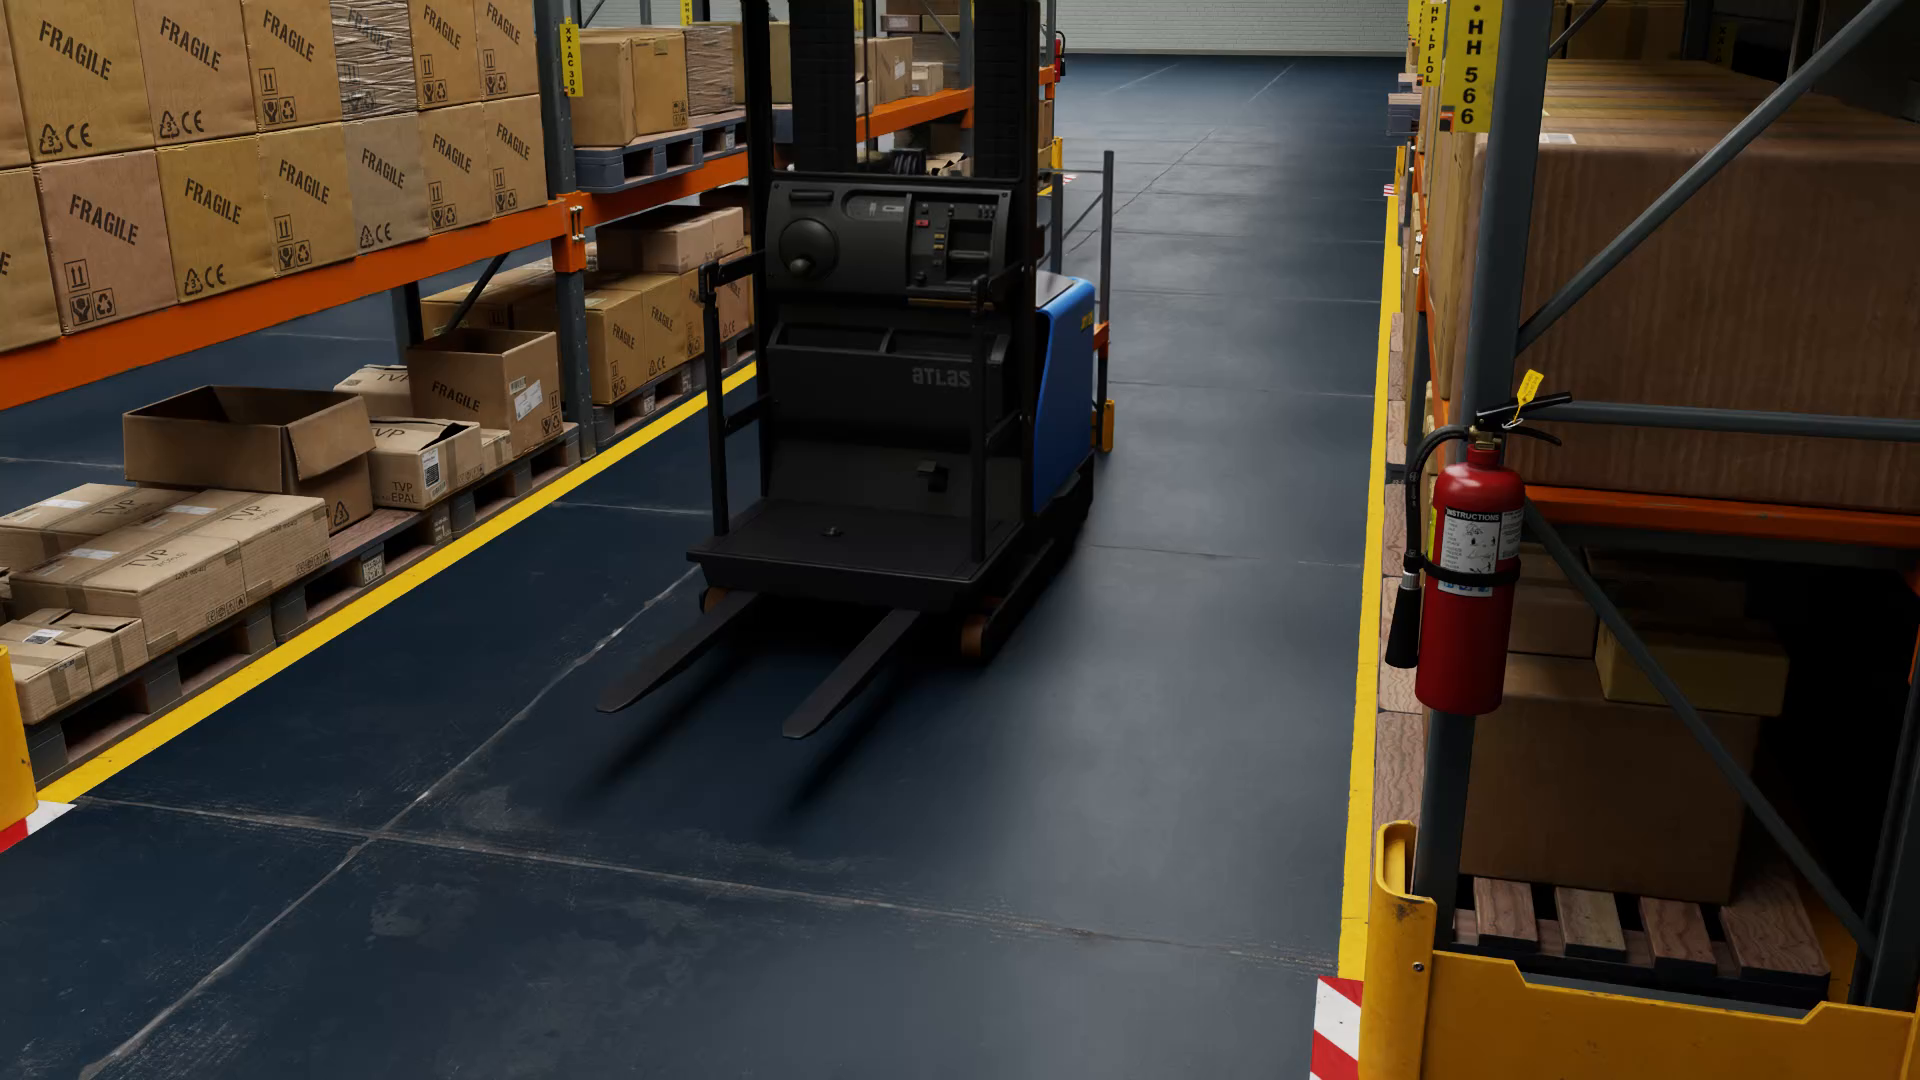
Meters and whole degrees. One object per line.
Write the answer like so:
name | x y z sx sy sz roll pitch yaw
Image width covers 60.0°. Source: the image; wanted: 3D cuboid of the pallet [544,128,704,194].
pallet | -2.041 -2.016 8.747 1.003 0.211 1.213 5 19 13

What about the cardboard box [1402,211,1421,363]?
cardboard box | 2.912 -1.416 9.370 0.750 0.750 0.750 5 19 13

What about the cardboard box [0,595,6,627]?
cardboard box | -3.426 0.173 5.227 0.500 0.500 0.500 5 19 13

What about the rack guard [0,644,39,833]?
rack guard | -3.301 0.547 4.812 1.175 0.500 0.348 5 19 13

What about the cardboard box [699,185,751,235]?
cardboard box | -1.376 -2.170 10.925 0.500 0.250 0.500 5 20 15

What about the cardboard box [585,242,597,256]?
cardboard box | -2.126 -1.539 10.239 0.500 0.500 0.500 4 19 12

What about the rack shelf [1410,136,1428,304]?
rack shelf | 2.951 -1.762 8.818 1.077 0.370 4.000 5 19 13

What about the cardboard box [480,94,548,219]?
cardboard box | -2.216 -1.736 7.474 0.500 0.500 0.500 5 19 14

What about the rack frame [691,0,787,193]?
rack frame | -1.365 -3.119 11.679 1.000 3.000 0.127 5 19 13

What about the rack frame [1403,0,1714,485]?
rack frame | 2.462 -1.475 6.866 1.000 3.000 0.127 5 19 13

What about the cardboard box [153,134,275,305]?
cardboard box | -2.709 -1.096 5.602 0.500 0.500 0.500 5 19 13

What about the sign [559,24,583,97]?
sign | -1.814 -2.235 7.750 0.100 0.325 0.005 5 19 13

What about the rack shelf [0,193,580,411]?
rack shelf | -2.831 -0.898 6.289 1.077 0.370 4.000 5 19 13

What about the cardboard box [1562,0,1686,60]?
cardboard box | 2.827 -2.151 7.040 0.500 0.250 0.500 5 20 15

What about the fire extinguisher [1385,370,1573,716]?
fire extinguisher | 1.001 0.002 3.237 0.296 0.674 0.183 5 19 13

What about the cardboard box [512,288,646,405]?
cardboard box | -1.988 -1.023 8.729 0.500 0.500 0.500 4 19 11

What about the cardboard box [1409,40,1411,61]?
cardboard box | 4.349 -4.606 15.072 0.500 0.500 0.500 5 19 13

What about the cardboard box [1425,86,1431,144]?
cardboard box | 2.577 -2.155 8.210 0.500 0.500 0.500 5 19 13

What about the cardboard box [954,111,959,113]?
cardboard box | -0.126 -4.259 17.459 0.500 0.500 0.500 5 19 13

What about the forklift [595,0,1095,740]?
forklift | -0.330 -1.101 5.877 1.130 2.935 3.031 6 20 16

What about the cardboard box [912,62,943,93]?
cardboard box | -0.466 -4.144 14.912 0.500 0.250 0.500 6 20 17

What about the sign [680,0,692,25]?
sign | -1.904 -3.710 11.617 0.100 0.325 0.005 5 19 13

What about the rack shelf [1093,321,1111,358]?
rack shelf | 0.356 -0.884 8.012 0.538 0.185 1.000 6 20 16

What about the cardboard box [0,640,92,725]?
cardboard box | -2.884 0.425 5.032 0.380 0.149 0.250 5 19 13

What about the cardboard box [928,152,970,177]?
cardboard box | -0.209 -3.386 15.197 0.500 0.311 0.500 5 19 13

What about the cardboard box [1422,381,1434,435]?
cardboard box | 1.919 -0.479 6.163 0.380 0.149 0.250 5 20 15

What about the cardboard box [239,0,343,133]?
cardboard box | -2.585 -1.731 5.912 0.500 0.500 0.500 4 19 13

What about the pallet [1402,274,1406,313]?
pallet | 3.632 -1.654 11.704 1.003 0.211 1.213 5 19 13

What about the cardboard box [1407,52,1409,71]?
cardboard box | 4.724 -4.724 16.579 0.500 0.250 0.500 4 19 13

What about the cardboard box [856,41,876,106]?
cardboard box | -0.971 -3.694 13.206 0.500 0.500 0.500 4 19 10

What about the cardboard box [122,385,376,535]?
cardboard box | -2.796 -0.303 6.616 0.797 0.503 0.637 5 19 13

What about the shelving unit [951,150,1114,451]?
shelving unit | 0.353 -1.052 7.946 0.587 1.500 1.083 6 20 16

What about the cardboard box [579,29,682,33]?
cardboard box | -1.970 -2.670 9.560 0.700 0.500 0.500 0 19 -1

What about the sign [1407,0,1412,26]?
sign | 4.868 -5.689 17.863 0.100 0.325 0.005 5 19 13

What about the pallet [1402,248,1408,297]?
pallet | 3.932 -2.036 12.820 1.003 0.211 1.213 5 19 13

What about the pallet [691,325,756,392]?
pallet | -1.884 -1.187 10.337 1.003 0.211 1.213 5 19 13

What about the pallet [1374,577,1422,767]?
pallet | 1.904 0.460 5.514 1.003 0.211 1.213 5 19 13

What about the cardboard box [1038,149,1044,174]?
cardboard box | 0.635 -4.175 18.375 0.500 0.250 0.500 5 19 13

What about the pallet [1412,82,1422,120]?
pallet | 3.883 -3.262 12.394 1.003 0.211 1.213 5 19 13

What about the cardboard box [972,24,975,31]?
cardboard box | -0.073 -4.875 15.661 0.380 0.149 0.250 5 19 14

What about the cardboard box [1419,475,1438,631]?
cardboard box | 1.927 0.053 5.609 0.700 0.500 0.500 5 20 15

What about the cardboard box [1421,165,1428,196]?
cardboard box | 2.424 -1.740 8.000 0.380 0.149 0.250 5 19 13

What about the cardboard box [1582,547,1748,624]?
cardboard box | 1.845 0.124 4.397 0.380 0.149 0.250 5 19 14

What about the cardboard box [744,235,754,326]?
cardboard box | -1.493 -1.671 10.625 0.500 0.500 0.500 4 19 11

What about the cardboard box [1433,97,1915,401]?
cardboard box | 1.767 -0.753 4.288 0.980 0.700 0.700 5 19 13
